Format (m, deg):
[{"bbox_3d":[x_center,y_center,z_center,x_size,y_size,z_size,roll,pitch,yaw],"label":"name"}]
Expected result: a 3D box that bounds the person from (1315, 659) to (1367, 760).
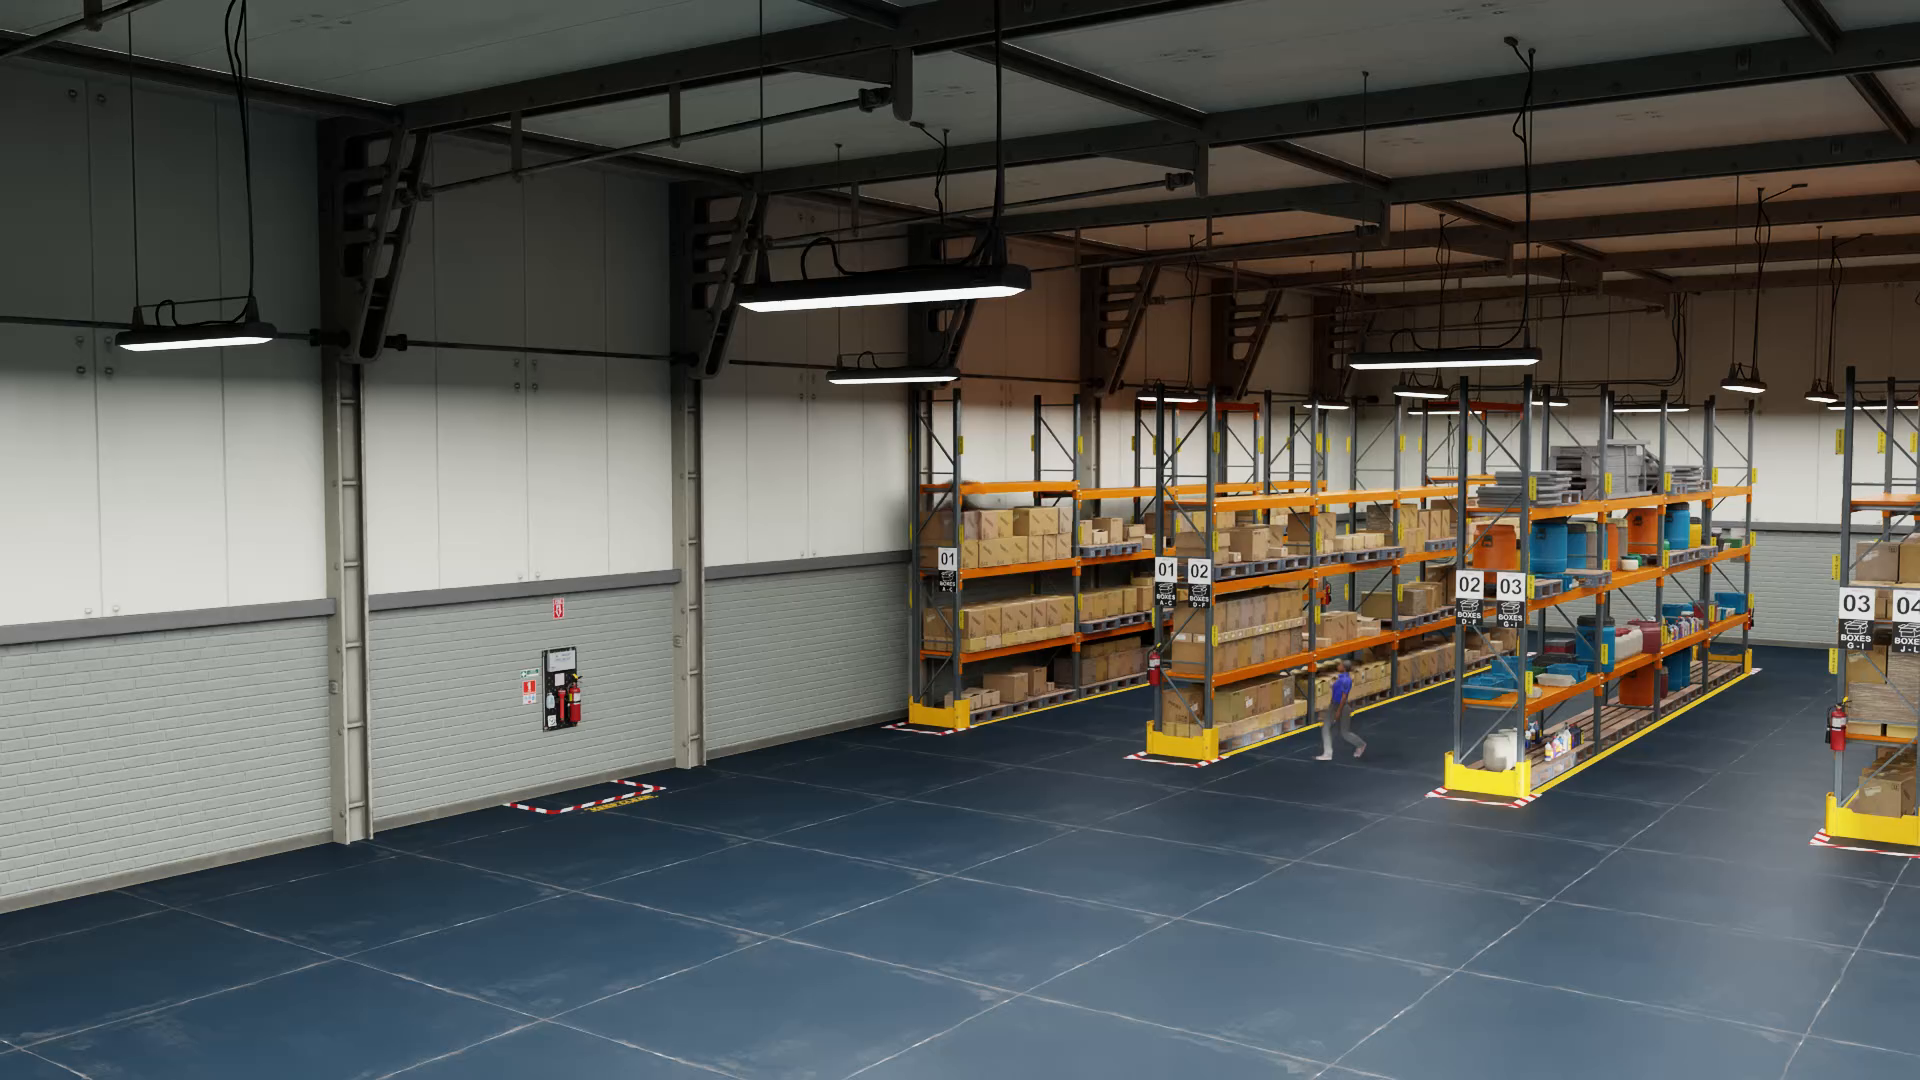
[{"bbox_3d":[6.048,2.691,26.324,0.832,1.592,0.470,-2,4,-26],"label":"person"}]
